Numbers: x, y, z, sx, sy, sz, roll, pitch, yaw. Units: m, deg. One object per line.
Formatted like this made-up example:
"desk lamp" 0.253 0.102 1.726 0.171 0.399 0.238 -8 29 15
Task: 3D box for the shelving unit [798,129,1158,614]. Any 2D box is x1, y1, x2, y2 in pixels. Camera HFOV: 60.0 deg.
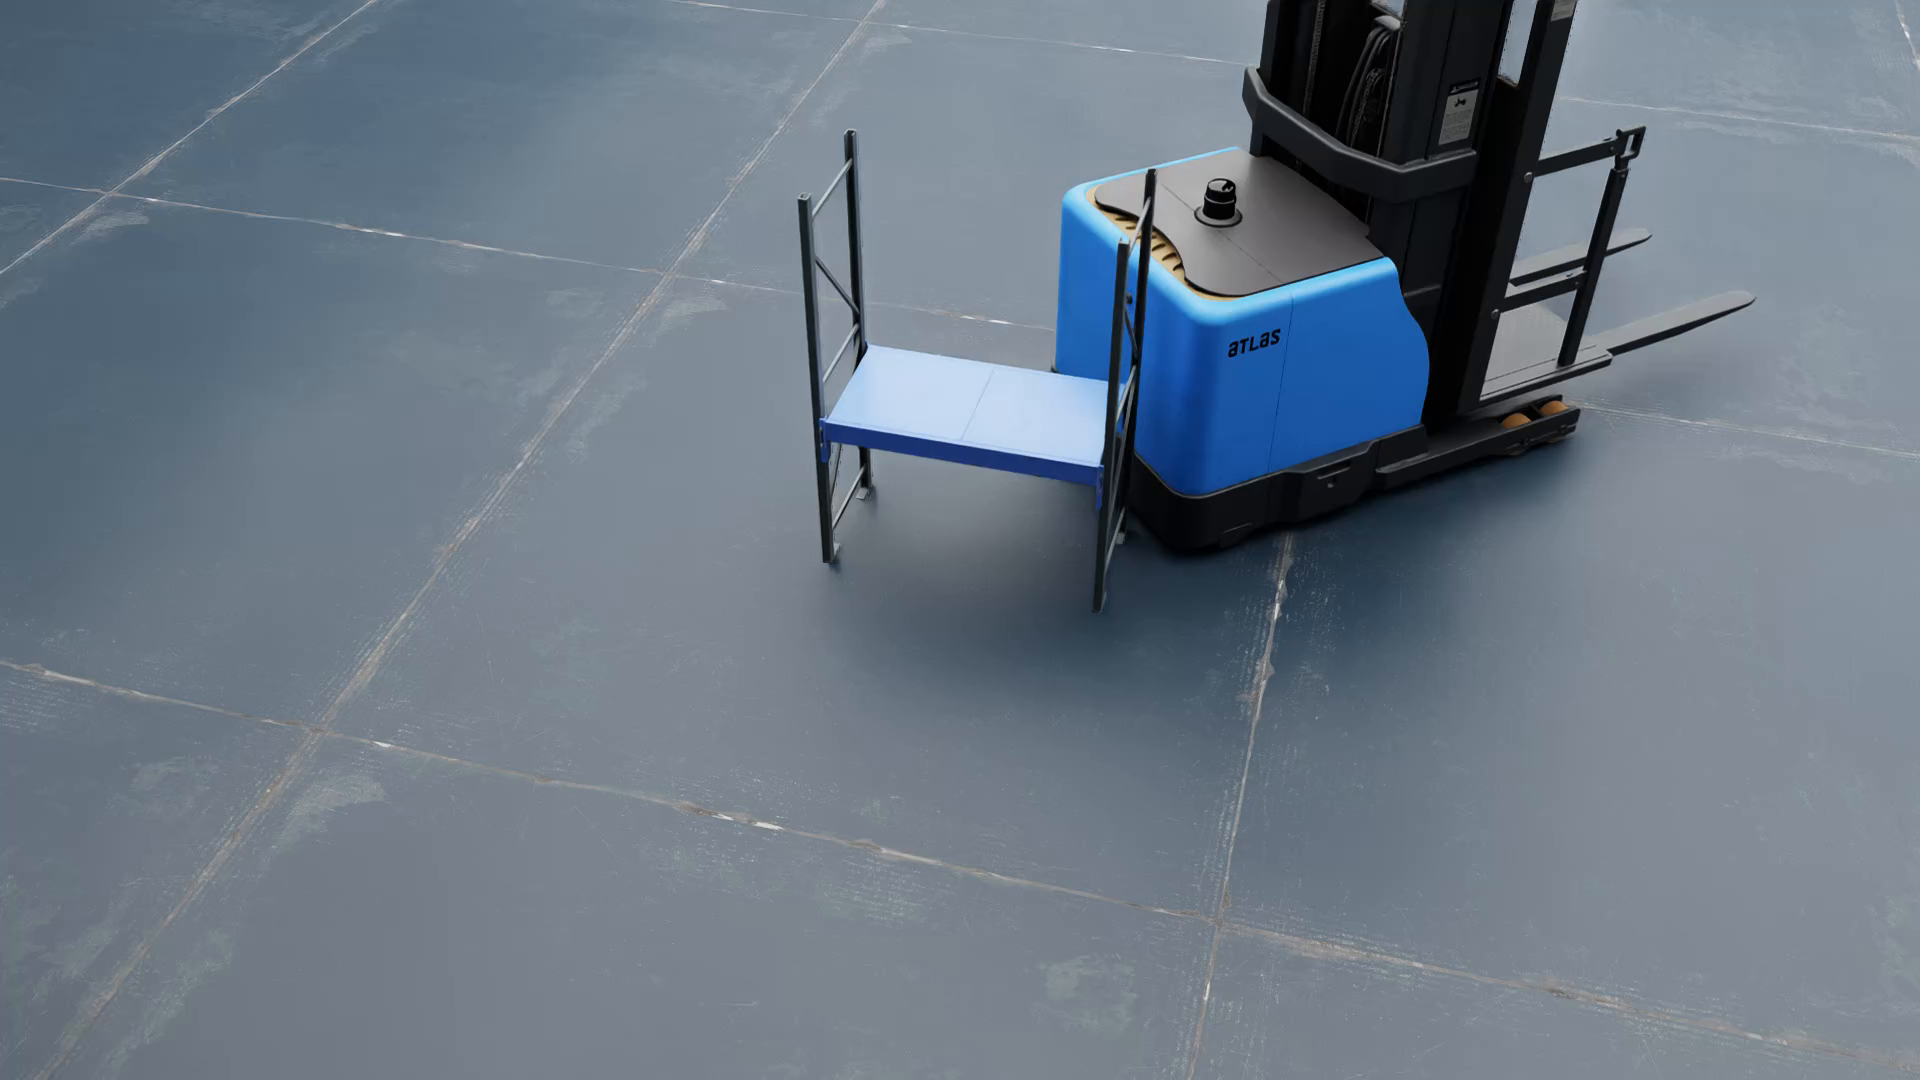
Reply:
"shelving unit" 0.064 -0.555 5.744 1.048 1.500 0.538 10 41 12

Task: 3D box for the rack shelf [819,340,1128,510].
"rack shelf" 0.064 -0.417 5.860 1.000 0.185 0.538 10 41 12

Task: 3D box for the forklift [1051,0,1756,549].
"forklift" 1.915 -1.747 6.051 3.031 2.935 1.130 -18 43 -20

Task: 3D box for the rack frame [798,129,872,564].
"rack frame" -0.426 -0.642 5.848 0.032 1.500 0.500 10 41 12

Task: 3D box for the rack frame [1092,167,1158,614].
"rack frame" 0.554 -0.468 5.641 0.032 1.500 0.500 10 41 12
